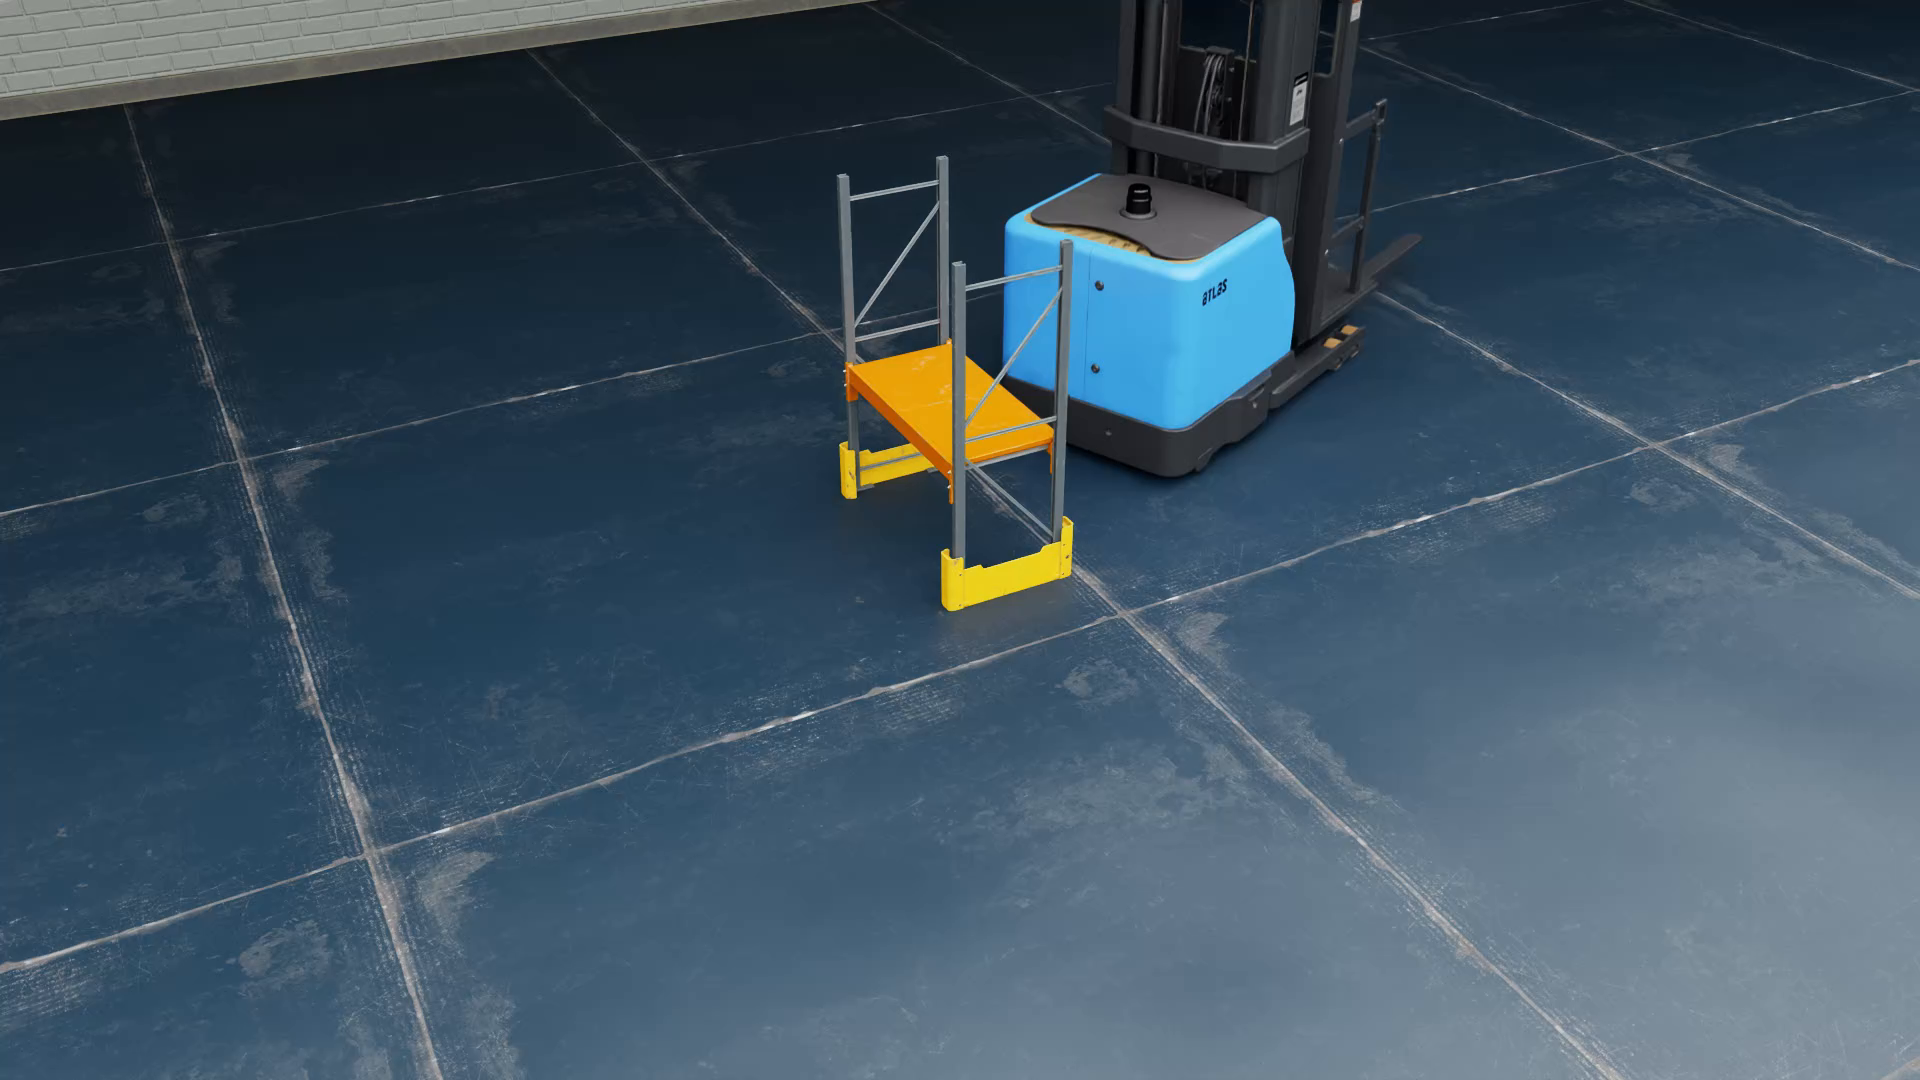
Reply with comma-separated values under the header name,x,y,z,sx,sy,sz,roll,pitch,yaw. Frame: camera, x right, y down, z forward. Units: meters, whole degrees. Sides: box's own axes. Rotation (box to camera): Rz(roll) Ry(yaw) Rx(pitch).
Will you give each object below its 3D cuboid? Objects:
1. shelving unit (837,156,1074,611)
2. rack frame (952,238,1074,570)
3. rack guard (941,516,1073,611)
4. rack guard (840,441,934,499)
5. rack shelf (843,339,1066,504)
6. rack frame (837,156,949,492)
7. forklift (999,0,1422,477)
name,x,y,z,sx,sy,sz,roll,pitch,yaw
shelving unit,-0.036,-0.668,6.902,0.587,1.500,1.083,-16,36,-23
rack frame,0.197,-0.430,6.530,0.500,1.500,0.032,-16,36,-23
rack guard,0.197,0.096,6.868,0.587,0.250,0.087,-16,36,-23
rack guard,-0.268,-0.379,7.610,0.587,0.250,0.087,-16,36,-23
rack shelf,-0.040,-0.521,7.006,0.538,0.185,1.000,-16,36,-23
rack frame,-0.277,-0.915,7.288,0.500,1.500,0.032,-16,36,-23
forklift,1.480,-2.257,8.056,1.130,2.935,3.031,22,39,31
